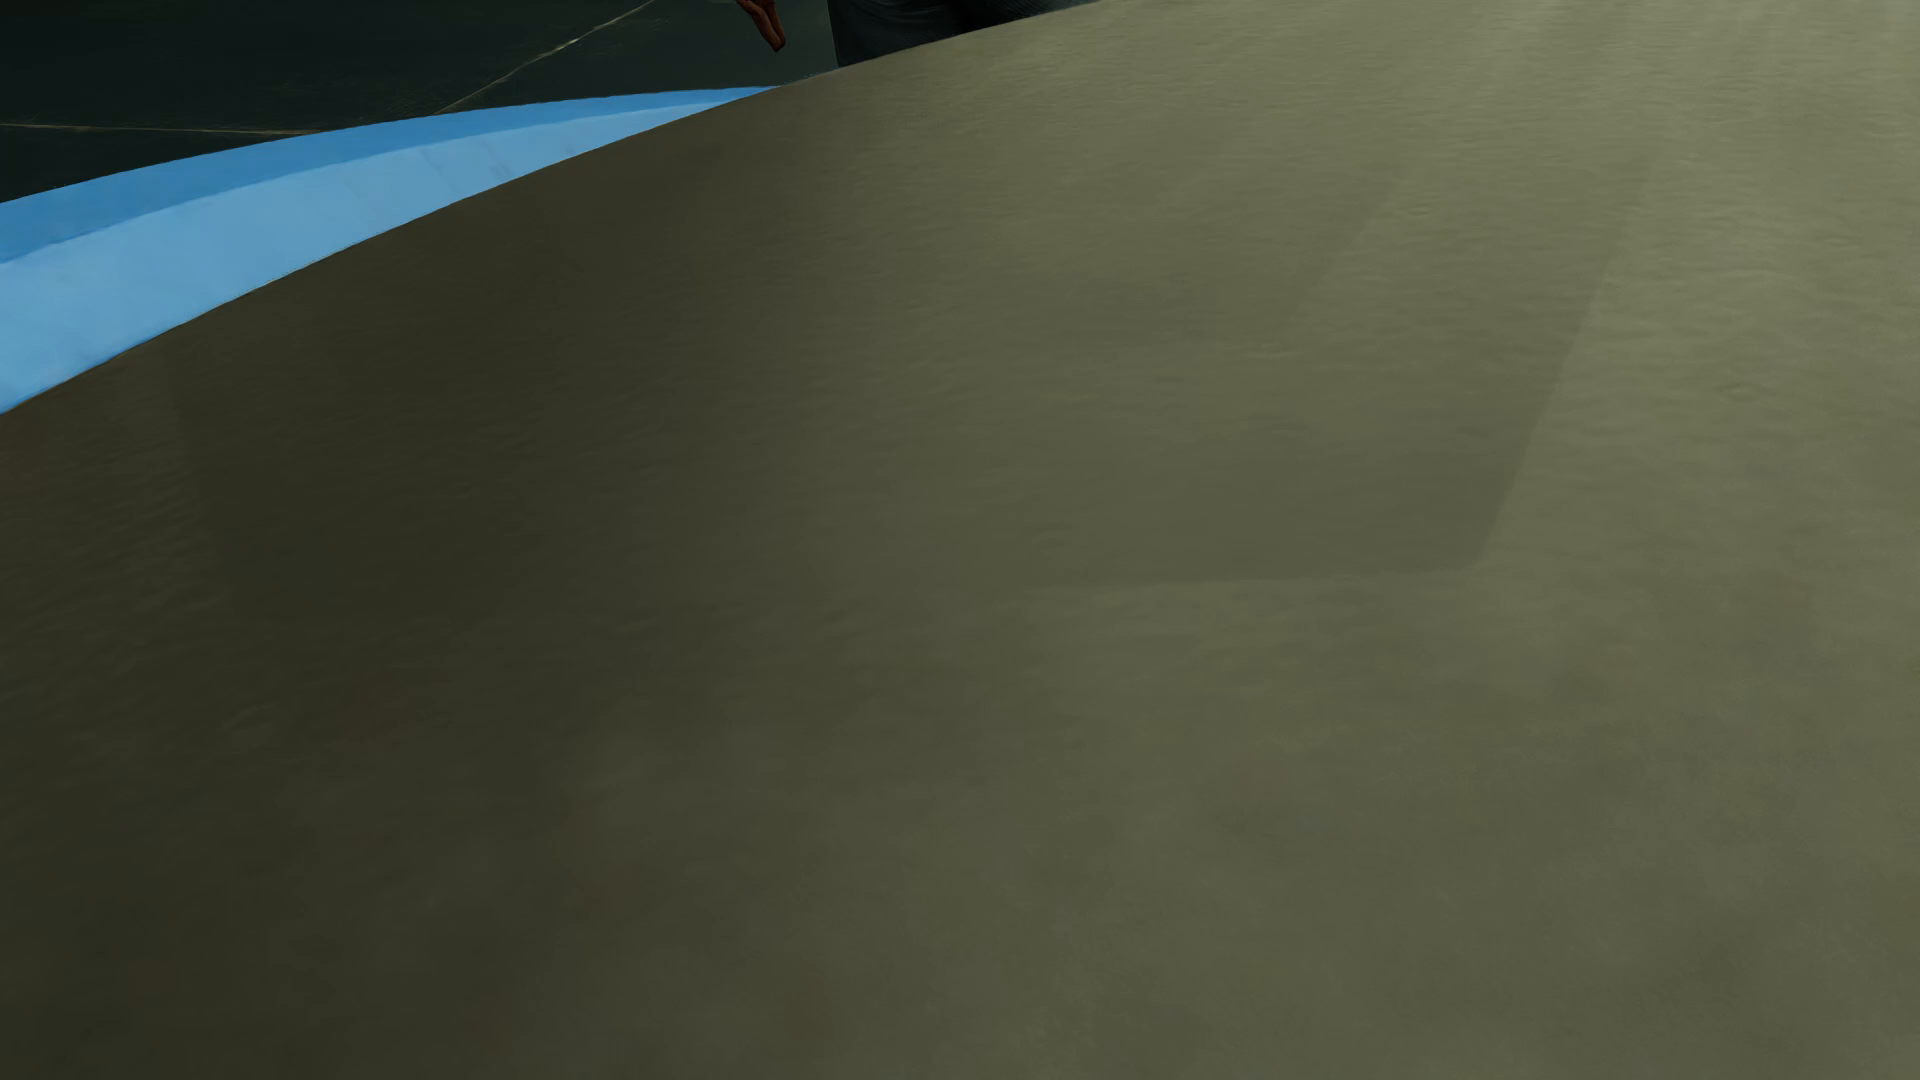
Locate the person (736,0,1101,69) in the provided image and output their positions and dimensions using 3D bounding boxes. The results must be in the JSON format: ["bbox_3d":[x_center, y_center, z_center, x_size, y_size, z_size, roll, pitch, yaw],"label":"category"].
[{"bbox_3d":[0.014,-0.824,2.166,0.666,1.761,0.575,3,27,7],"label":"person"}]
